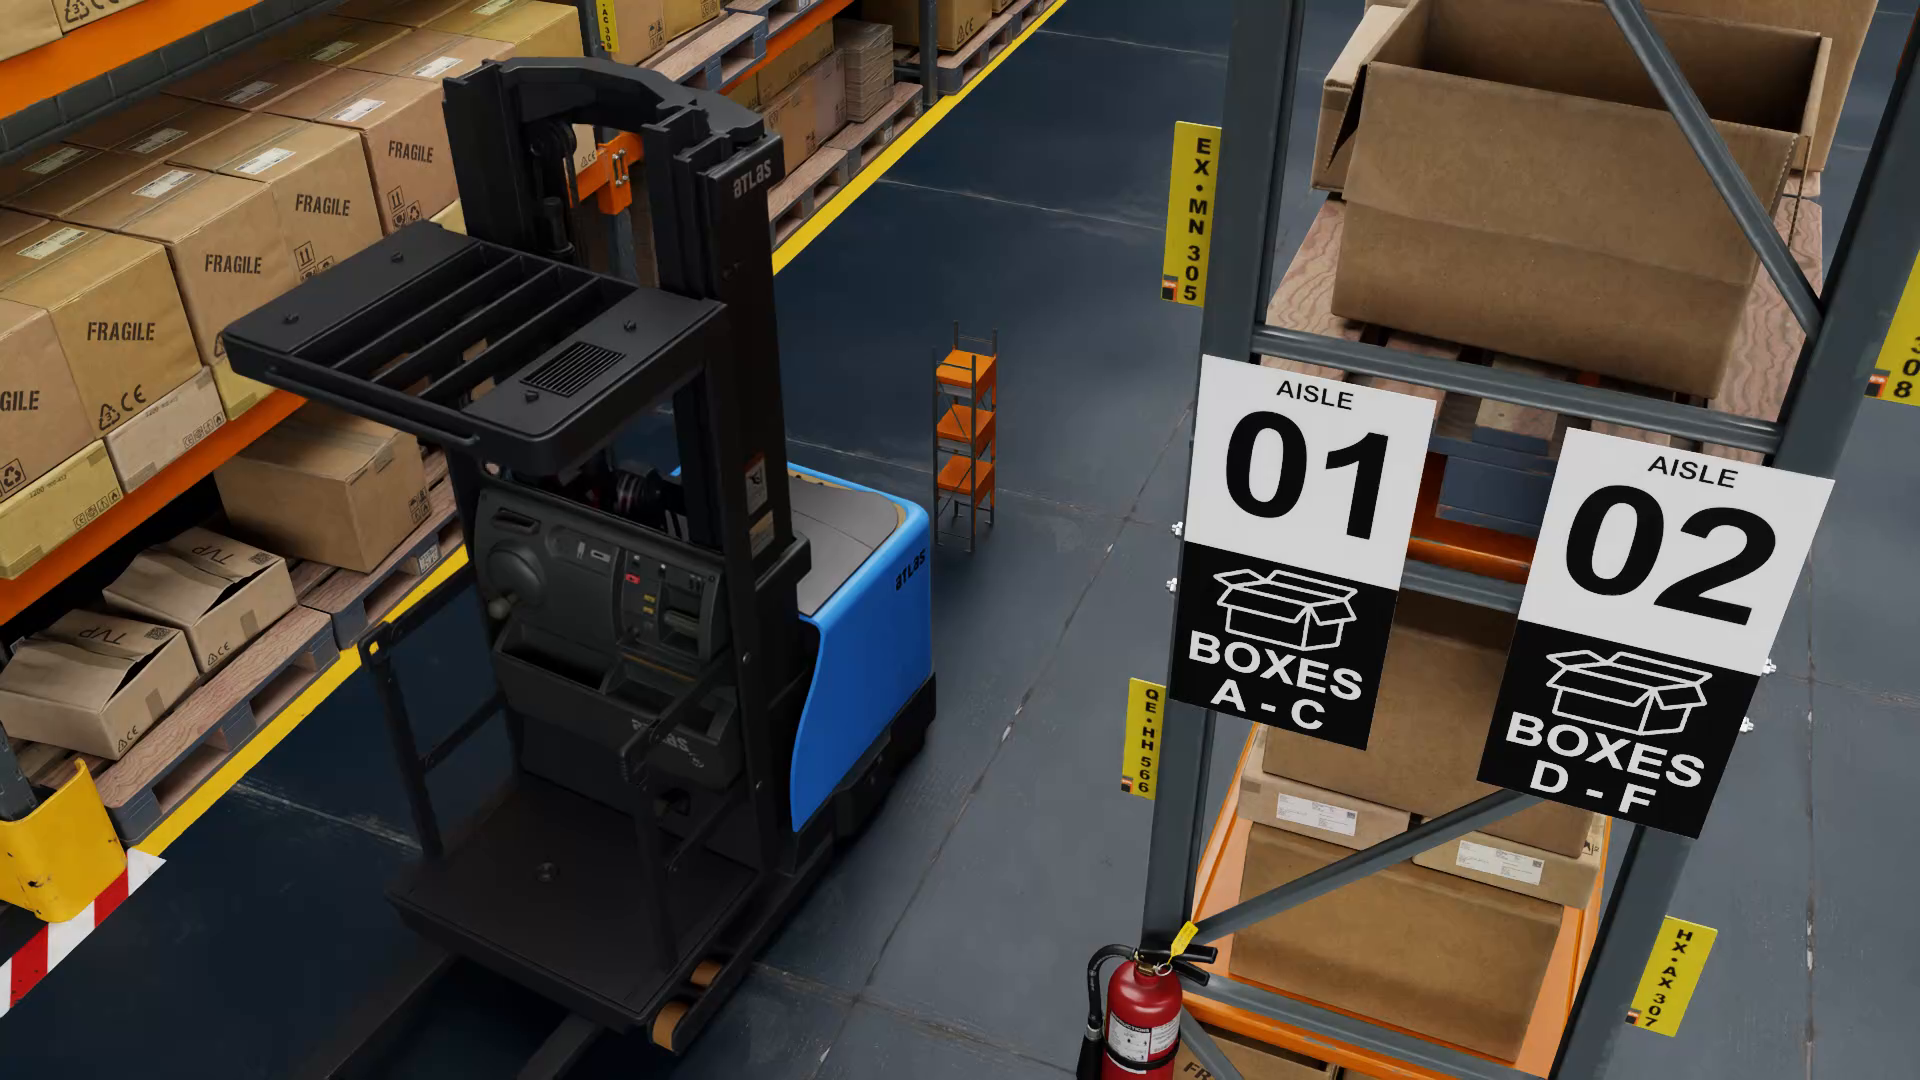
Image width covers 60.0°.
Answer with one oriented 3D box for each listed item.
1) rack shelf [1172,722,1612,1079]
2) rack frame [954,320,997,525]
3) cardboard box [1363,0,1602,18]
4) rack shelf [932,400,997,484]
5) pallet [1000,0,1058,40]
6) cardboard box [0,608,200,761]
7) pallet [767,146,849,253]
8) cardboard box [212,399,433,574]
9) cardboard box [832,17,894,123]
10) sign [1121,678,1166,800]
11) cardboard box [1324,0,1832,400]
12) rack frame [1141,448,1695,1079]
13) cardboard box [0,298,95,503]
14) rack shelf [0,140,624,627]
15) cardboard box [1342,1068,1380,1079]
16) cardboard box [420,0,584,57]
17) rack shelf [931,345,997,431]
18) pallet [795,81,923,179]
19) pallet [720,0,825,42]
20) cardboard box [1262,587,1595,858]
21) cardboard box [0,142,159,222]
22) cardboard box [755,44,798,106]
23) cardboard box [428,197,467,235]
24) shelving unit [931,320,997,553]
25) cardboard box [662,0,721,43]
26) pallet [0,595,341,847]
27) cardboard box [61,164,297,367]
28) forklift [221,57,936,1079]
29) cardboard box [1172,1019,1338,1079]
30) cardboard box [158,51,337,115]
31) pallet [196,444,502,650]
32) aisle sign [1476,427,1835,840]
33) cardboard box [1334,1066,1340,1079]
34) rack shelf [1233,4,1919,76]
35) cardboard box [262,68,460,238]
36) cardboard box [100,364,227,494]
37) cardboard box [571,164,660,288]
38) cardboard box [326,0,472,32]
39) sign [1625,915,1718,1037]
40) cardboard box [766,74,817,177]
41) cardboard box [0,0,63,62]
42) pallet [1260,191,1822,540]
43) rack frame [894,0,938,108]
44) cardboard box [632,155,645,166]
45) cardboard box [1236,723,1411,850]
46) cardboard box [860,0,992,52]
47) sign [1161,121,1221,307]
[{"bbox_3d":[1.655,0.297,5.449,1.077,0.370,4.000,14,39,18],"label":"rack shelf"},{"bbox_3d":[0.067,-0.518,7.566,0.200,1.050,0.008,14,39,18],"label":"rack frame"},{"bbox_3d":[1.300,-1.280,4.058,0.500,0.311,0.500,19,41,23],"label":"cardboard box"},{"bbox_3d":[0.020,-0.442,7.482,0.215,0.259,0.240,14,39,18],"label":"rack shelf"},{"bbox_3d":[0.191,-4.415,13.481,1.003,0.211,1.213,14,39,18],"label":"pallet"},{"bbox_3d":[-3.342,0.528,6.417,0.500,0.311,0.500,10,38,13],"label":"cardboard box"},{"bbox_3d":[-1.409,-2.218,10.540,1.003,0.211,1.213,14,39,18],"label":"pallet"},{"bbox_3d":[-2.800,-0.259,7.311,0.700,0.500,0.500,11,38,15],"label":"cardboard box"},{"bbox_3d":[-0.870,-3.204,11.252,0.700,0.500,0.500,14,39,18],"label":"cardboard box"},{"bbox_3d":[0.397,0.426,3.510,0.100,0.325,0.005,14,39,18],"label":"sign"},{"bbox_3d":[1.116,-0.669,3.080,0.797,0.503,0.637,17,40,21],"label":"cardboard box"},{"bbox_3d":[0.894,1.116,3.752,1.000,3.000,0.127,14,39,18],"label":"rack frame"},{"bbox_3d":[-3.229,-0.455,5.335,0.500,0.500,0.500,14,39,18],"label":"cardboard box"},{"bbox_3d":[-2.928,-0.830,6.956,1.077,0.370,4.000,14,39,18],"label":"rack shelf"},{"bbox_3d":[1.304,1.803,4.779,0.500,0.250,0.500,14,39,18],"label":"cardboard box"},{"bbox_3d":[-2.061,-2.141,7.592,0.500,0.500,0.500,14,39,18],"label":"cardboard box"},{"bbox_3d":[0.020,-0.669,7.312,0.215,0.259,0.240,14,39,18],"label":"rack shelf"},{"bbox_3d":[-0.943,-2.891,11.441,1.003,0.211,1.213,14,39,18],"label":"pallet"},{"bbox_3d":[-1.360,-3.258,9.763,1.003,0.211,1.213,14,39,18],"label":"pallet"},{"bbox_3d":[1.103,0.271,3.715,0.700,0.500,0.500,14,39,18],"label":"cardboard box"},{"bbox_3d":[-3.312,-1.132,6.241,0.500,0.500,0.500,13,39,17],"label":"cardboard box"},{"bbox_3d":[-1.336,-2.918,10.242,0.500,0.250,0.500,14,39,18],"label":"cardboard box"},{"bbox_3d":[-2.441,-1.286,7.074,0.500,0.250,0.500,14,39,17],"label":"cardboard box"},{"bbox_3d":[0.020,-0.450,7.475,0.215,1.050,0.252,14,39,18],"label":"shelving unit"},{"bbox_3d":[-1.722,-3.023,8.838,0.700,0.500,0.500,18,40,22],"label":"cardboard box"},{"bbox_3d":[-3.318,0.623,6.741,1.003,0.211,1.213,14,39,18],"label":"pallet"},{"bbox_3d":[-2.829,-1.011,6.079,0.500,0.500,0.500,13,39,16],"label":"cardboard box"},{"bbox_3d":[-1.240,0.199,5.035,1.130,2.935,3.031,18,40,22],"label":"forklift"},{"bbox_3d":[0.823,1.384,4.713,0.500,0.500,0.500,14,39,18],"label":"cardboard box"},{"bbox_3d":[-2.934,-1.701,7.002,0.500,0.500,0.500,15,39,19],"label":"cardboard box"},{"bbox_3d":[-2.852,-0.051,7.641,1.003,0.211,1.213,14,39,18],"label":"pallet"},{"bbox_3d":[1.152,0.181,2.831,0.394,0.787,0.004,14,39,18],"label":"aisle sign"},{"bbox_3d":[0.825,1.685,4.937,0.500,0.250,0.500,14,39,18],"label":"cardboard box"},{"bbox_3d":[1.655,-1.946,3.772,1.077,0.370,4.000,14,39,18],"label":"rack shelf"},{"bbox_3d":[-2.447,-1.587,6.850,0.500,0.500,0.500,13,39,16],"label":"cardboard box"},{"bbox_3d":[-3.025,-0.447,5.951,0.500,0.250,0.500,13,39,16],"label":"cardboard box"},{"bbox_3d":[-1.902,-1.812,9.389,0.700,0.500,0.500,15,39,19],"label":"cardboard box"},{"bbox_3d":[-2.539,-2.261,7.752,0.500,0.500,0.500,13,39,17],"label":"cardboard box"},{"bbox_3d":[1.405,0.867,3.295,0.100,0.325,0.005,14,39,18],"label":"sign"},{"bbox_3d":[-1.337,-2.664,10.529,0.700,0.500,0.500,14,39,18],"label":"cardboard box"},{"bbox_3d":[-3.093,-1.678,4.883,0.500,0.500,0.500,16,40,21],"label":"cardboard box"},{"bbox_3d":[1.187,-0.436,3.396,1.003,0.211,1.213,14,39,18],"label":"pallet"},{"bbox_3d":[-0.645,-4.440,11.185,1.000,3.000,0.127,14,39,18],"label":"rack frame"},{"bbox_3d":[-1.738,-2.357,9.491,0.500,0.250,0.500,13,39,17],"label":"cardboard box"},{"bbox_3d":[0.863,0.561,3.869,0.380,0.149,0.250,13,39,17],"label":"cardboard box"},{"bbox_3d":[-0.244,-4.124,12.207,0.750,0.750,0.750,13,39,17],"label":"cardboard box"},{"bbox_3d":[0.397,-0.540,2.788,0.100,0.325,0.005,14,39,18],"label":"sign"}]
